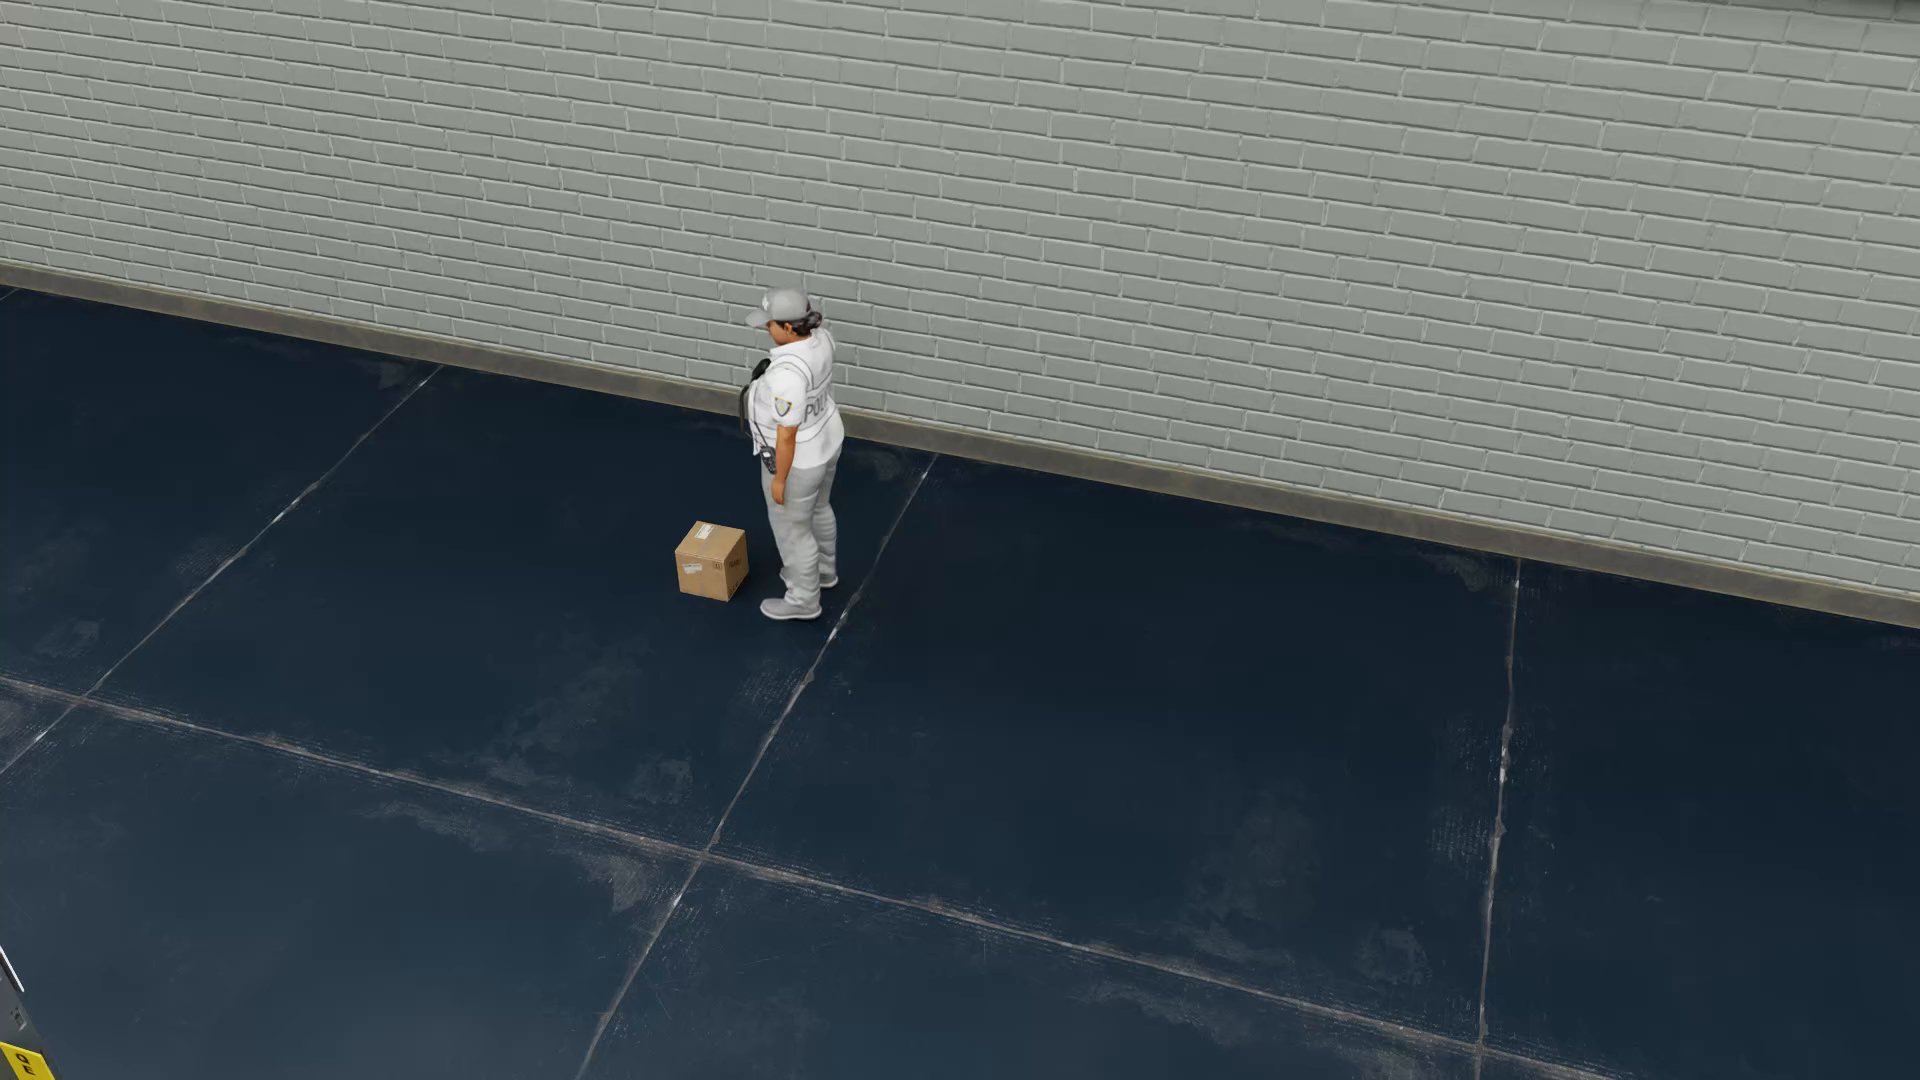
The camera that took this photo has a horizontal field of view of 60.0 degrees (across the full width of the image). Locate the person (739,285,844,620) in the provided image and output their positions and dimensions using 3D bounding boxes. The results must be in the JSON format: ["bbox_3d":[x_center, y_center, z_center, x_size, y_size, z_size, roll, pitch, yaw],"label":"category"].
[{"bbox_3d":[-0.739,-0.377,7.375,0.371,1.675,0.483,11,39,14],"label":"person"}]
